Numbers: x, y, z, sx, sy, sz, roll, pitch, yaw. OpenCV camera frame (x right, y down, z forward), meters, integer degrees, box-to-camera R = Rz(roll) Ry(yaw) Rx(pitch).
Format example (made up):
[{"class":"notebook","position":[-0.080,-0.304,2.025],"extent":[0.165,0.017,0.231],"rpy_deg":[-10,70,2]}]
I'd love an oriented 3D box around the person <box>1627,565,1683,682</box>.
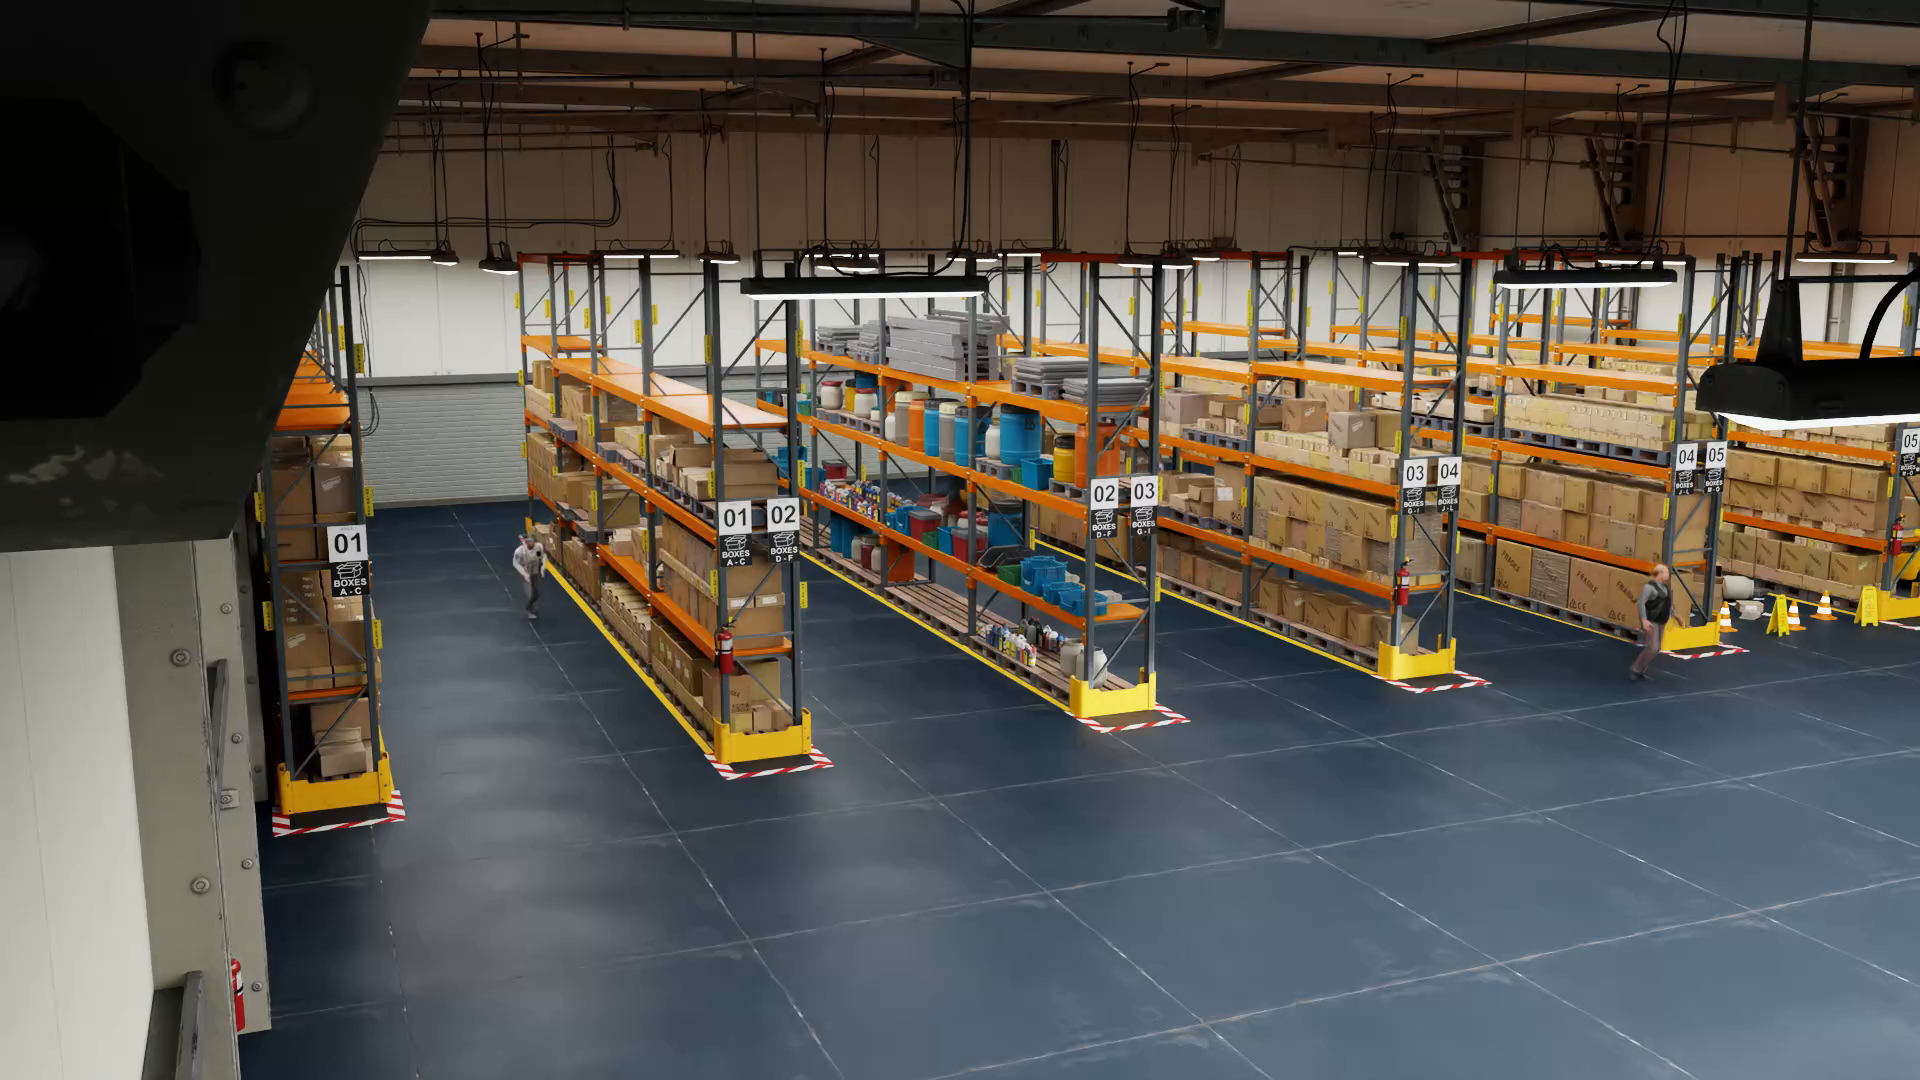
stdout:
[{"class":"person","position":[9.931,1.210,23.776],"extent":[0.601,1.714,0.786],"rpy_deg":[10,14,43]}]

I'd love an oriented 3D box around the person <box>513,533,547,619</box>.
[{"class":"person","position":[-7.175,0.572,27.717],"extent":[0.604,1.513,0.827],"rpy_deg":[-8,13,-39]}]

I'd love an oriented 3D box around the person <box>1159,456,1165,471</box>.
[{"class":"person","position":[4.317,-1.144,36.716],"extent":[0.518,1.604,0.862],"rpy_deg":[-6,12,-31]}]
